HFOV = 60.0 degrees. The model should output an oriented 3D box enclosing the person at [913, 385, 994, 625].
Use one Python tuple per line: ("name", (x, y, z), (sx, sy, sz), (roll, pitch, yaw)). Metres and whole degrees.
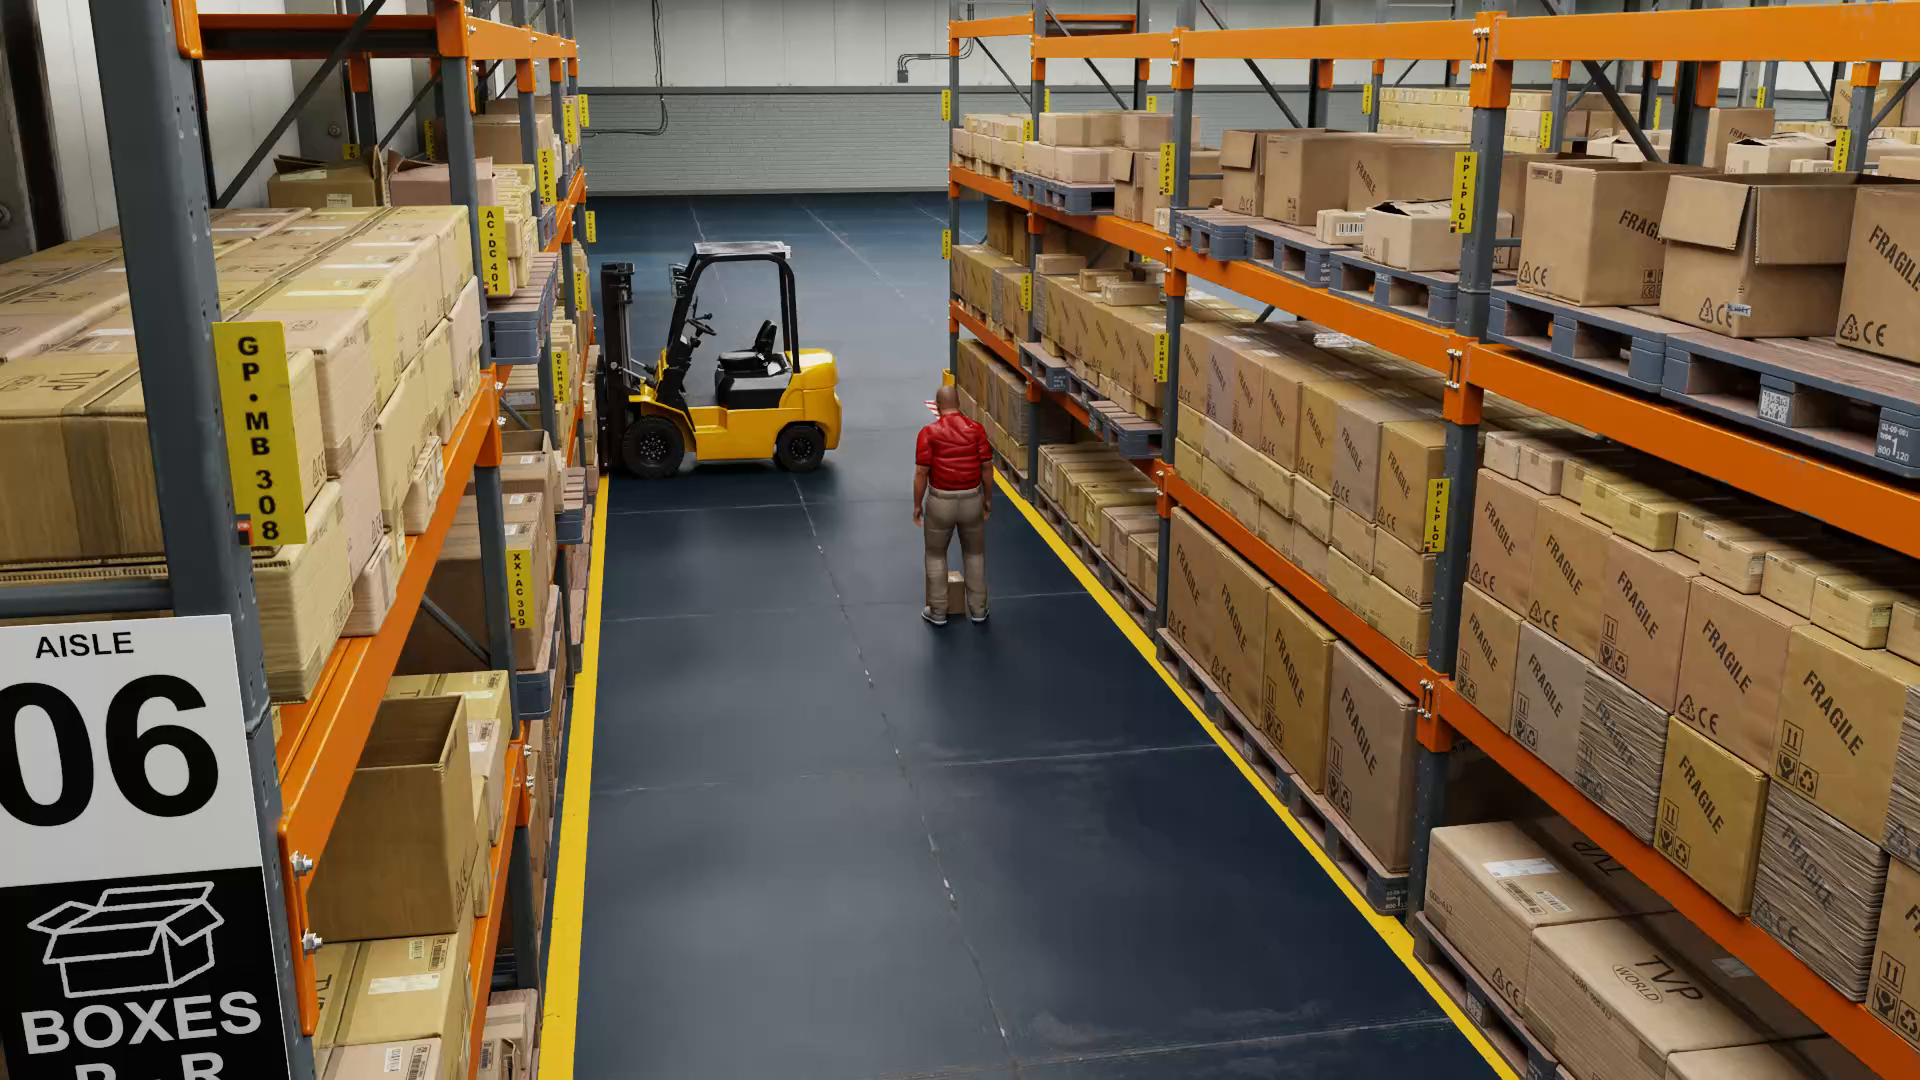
("person", (-0.051, -0.245, 11.903), (0.589, 1.725, 0.392), (-4, 17, -13))
